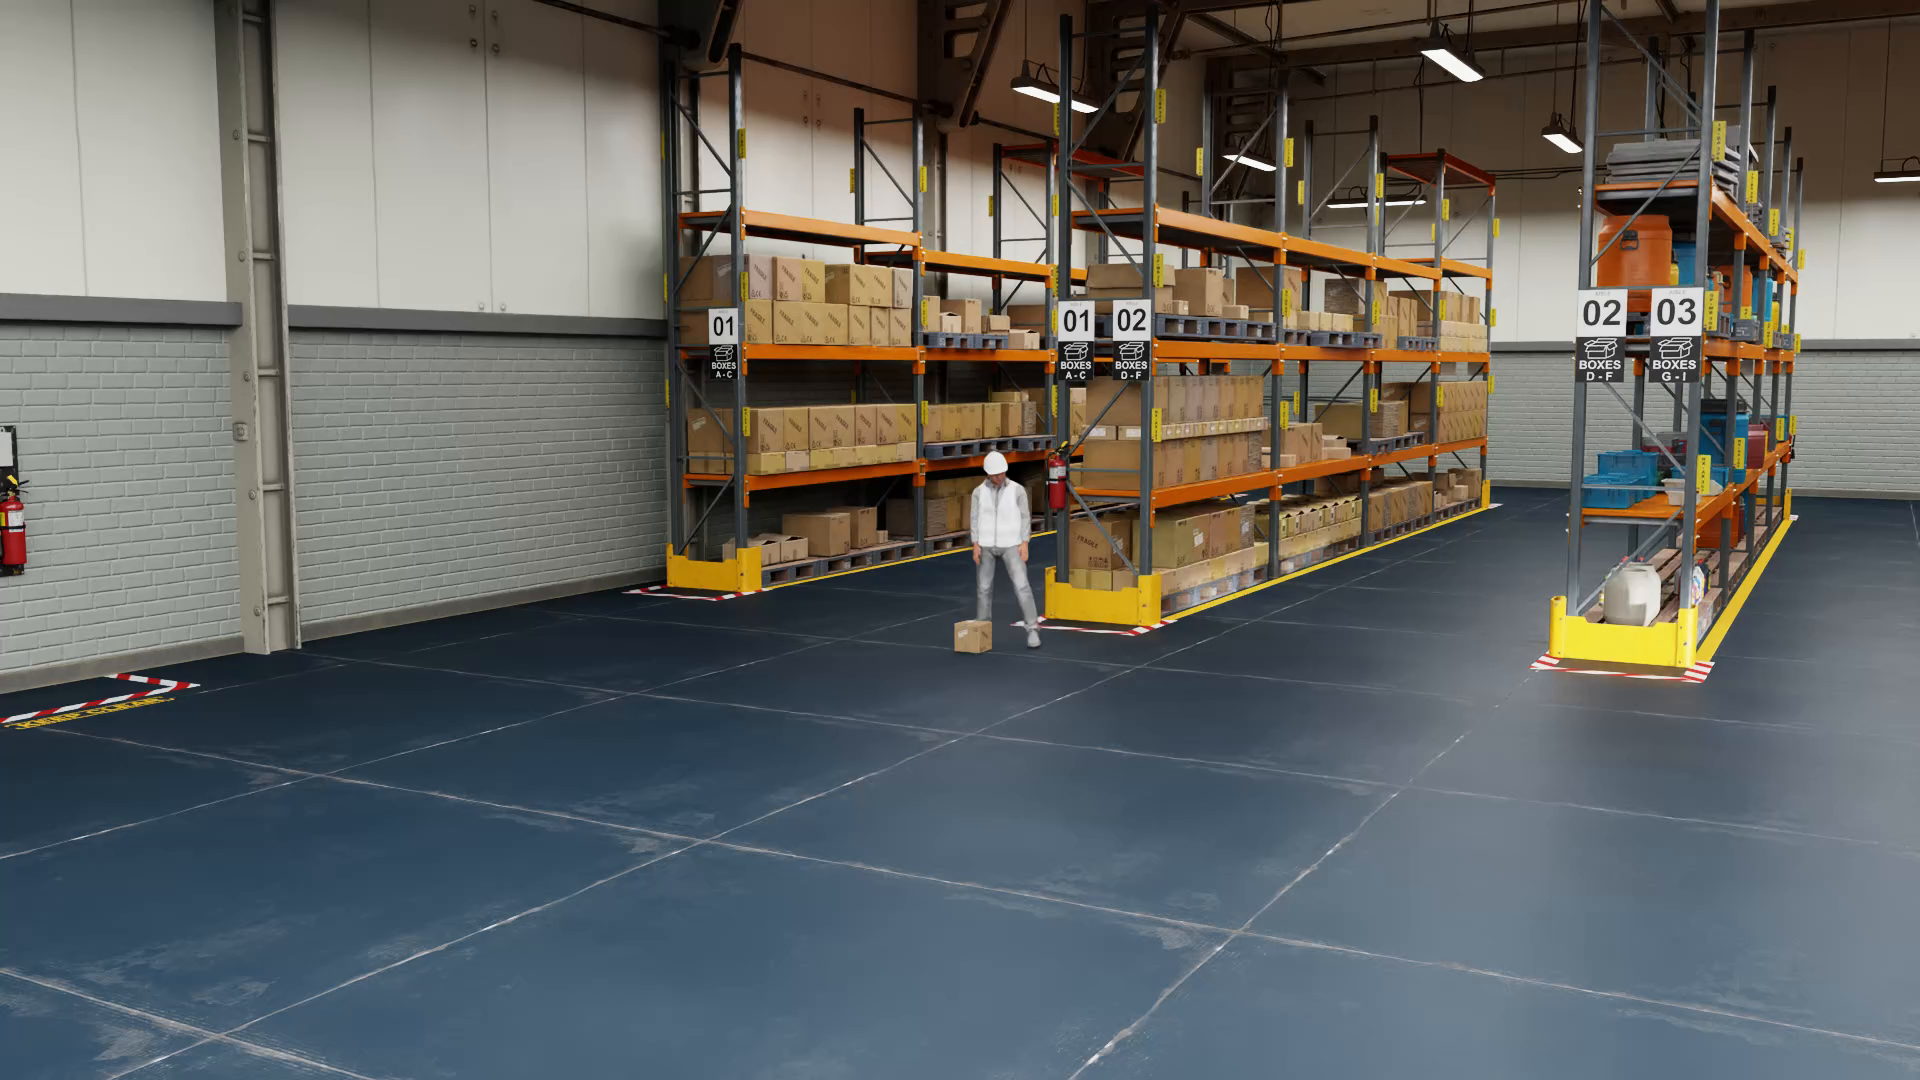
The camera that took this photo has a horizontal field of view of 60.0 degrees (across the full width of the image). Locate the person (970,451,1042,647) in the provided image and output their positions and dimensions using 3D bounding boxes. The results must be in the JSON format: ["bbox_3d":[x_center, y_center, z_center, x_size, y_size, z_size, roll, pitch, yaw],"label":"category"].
[{"bbox_3d":[0.427,0.069,15.221,0.713,1.758,0.533,1,6,13],"label":"person"}]
